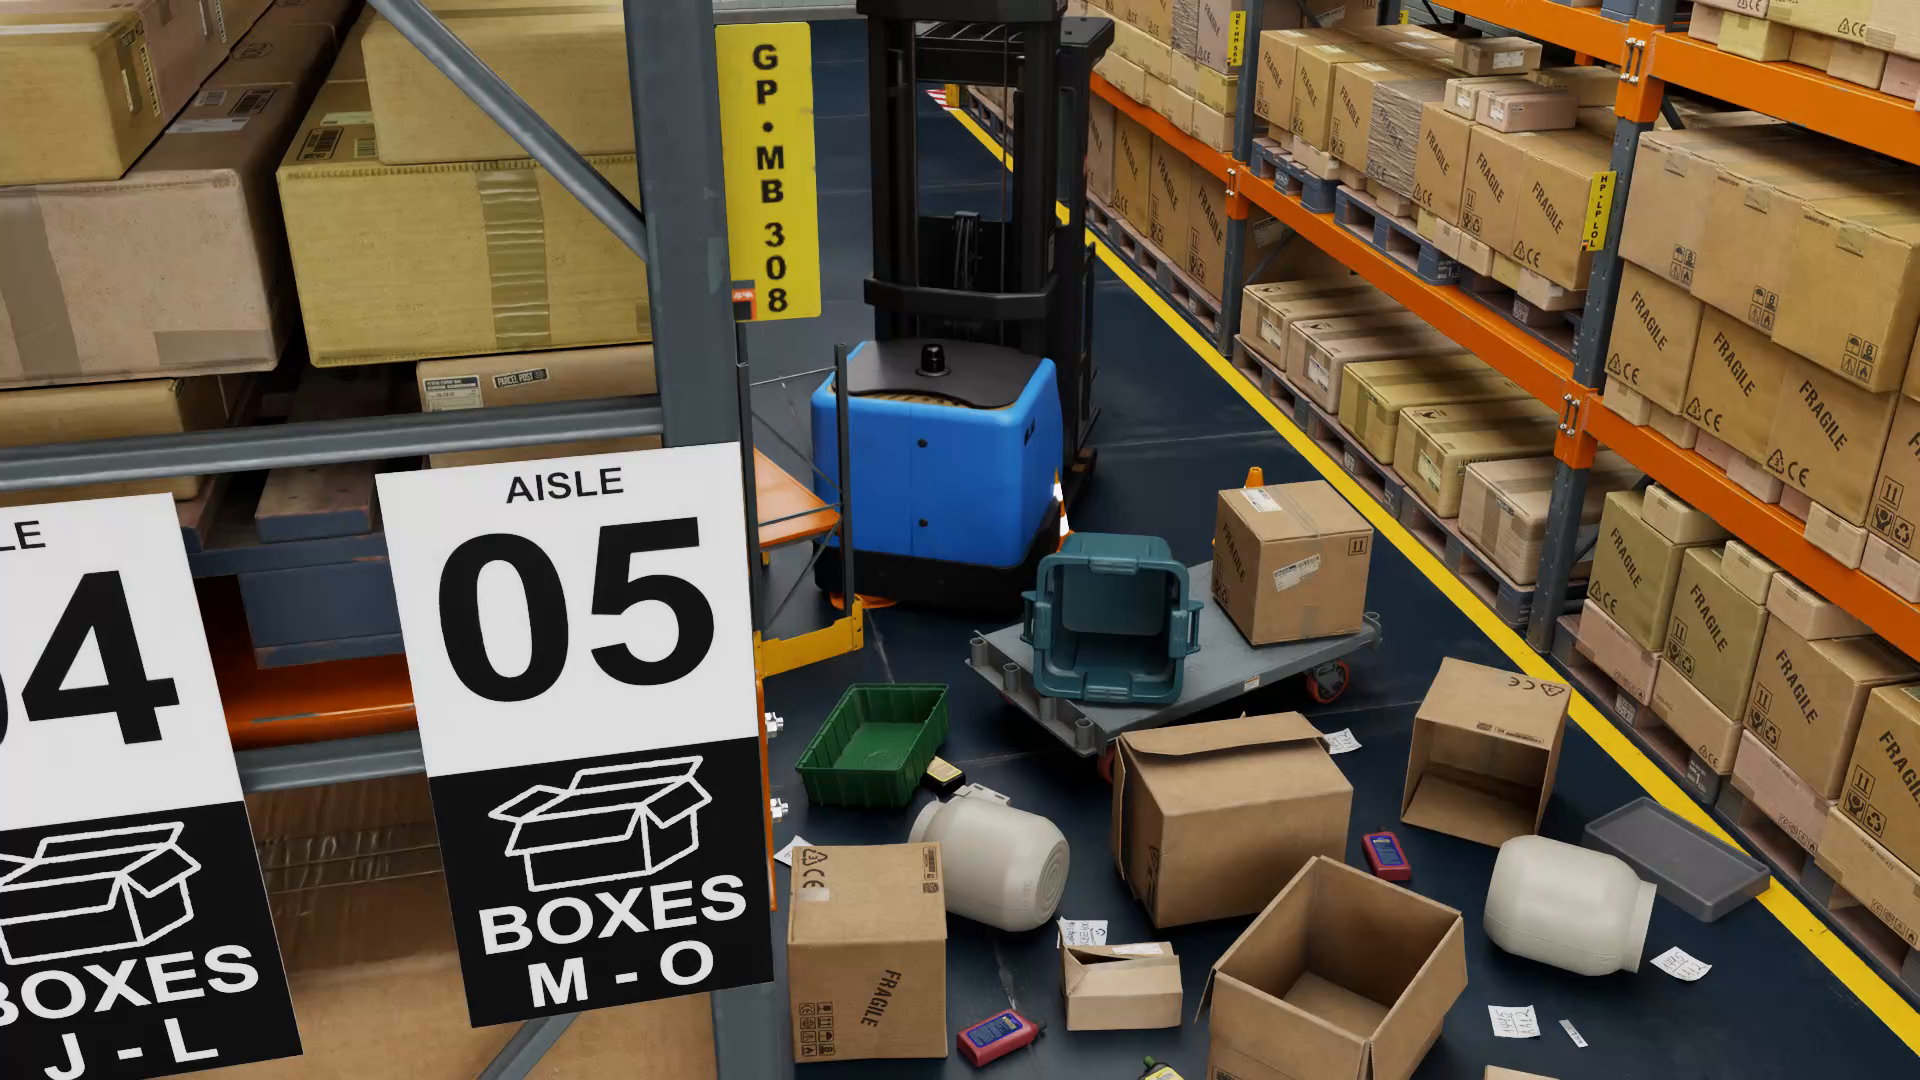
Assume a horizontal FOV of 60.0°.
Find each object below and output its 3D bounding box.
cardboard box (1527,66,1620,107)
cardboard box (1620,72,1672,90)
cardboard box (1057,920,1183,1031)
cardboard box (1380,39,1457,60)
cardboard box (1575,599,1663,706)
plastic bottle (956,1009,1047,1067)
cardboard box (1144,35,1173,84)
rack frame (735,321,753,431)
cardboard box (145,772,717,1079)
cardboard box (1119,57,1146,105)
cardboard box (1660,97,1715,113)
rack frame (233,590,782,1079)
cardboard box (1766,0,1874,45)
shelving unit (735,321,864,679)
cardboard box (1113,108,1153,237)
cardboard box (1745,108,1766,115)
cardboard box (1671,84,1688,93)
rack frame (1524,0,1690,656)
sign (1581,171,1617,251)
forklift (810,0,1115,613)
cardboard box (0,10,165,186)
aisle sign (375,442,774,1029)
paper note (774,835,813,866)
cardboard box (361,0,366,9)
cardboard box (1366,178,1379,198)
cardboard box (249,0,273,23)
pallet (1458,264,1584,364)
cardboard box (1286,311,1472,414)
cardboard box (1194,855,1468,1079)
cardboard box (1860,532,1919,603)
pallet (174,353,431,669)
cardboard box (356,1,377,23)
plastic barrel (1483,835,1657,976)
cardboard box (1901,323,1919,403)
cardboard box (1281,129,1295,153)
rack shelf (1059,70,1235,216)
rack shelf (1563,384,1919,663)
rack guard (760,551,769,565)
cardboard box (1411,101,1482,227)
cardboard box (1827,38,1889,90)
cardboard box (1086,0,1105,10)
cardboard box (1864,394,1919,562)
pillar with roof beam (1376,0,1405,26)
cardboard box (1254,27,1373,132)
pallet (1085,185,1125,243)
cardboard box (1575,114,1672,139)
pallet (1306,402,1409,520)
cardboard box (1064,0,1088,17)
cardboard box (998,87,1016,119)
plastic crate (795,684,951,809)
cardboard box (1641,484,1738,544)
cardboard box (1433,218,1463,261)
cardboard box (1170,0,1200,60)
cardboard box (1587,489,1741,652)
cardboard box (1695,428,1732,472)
[{"bbox_3d":[3.042,-2.245,8.243,0.380,0.149,0.250,-4,27,-9],"label":"cardboard box"},{"bbox_3d":[6.108,-4.100,14.802,0.380,0.149,0.250,-7,28,-14],"label":"cardboard box"},{"bbox_3d":[0.530,1.453,5.576,0.396,0.266,0.258,-1,27,-3],"label":"cardboard box"},{"bbox_3d":[2.747,-2.606,9.677,0.500,0.500,0.500,-6,27,-12],"label":"cardboard box"},{"bbox_3d":[3.018,0.444,7.126,0.500,0.250,0.500,-7,28,-14],"label":"cardboard box"},{"bbox_3d":[0.141,1.623,5.467,0.283,0.061,0.133,-16,31,-29],"label":"plastic bottle"},{"bbox_3d":[1.636,-3.429,11.825,0.500,0.250,0.500,-7,28,-13],"label":"cardboard box"},{"bbox_3d":[-1.241,-0.497,8.070,0.500,1.500,0.032,-16,31,-28],"label":"rack frame"},{"bbox_3d":[-0.796,0.705,2.659,0.875,0.550,0.550,-6,27,-12],"label":"cardboard box"},{"bbox_3d":[1.509,-3.433,12.389,0.500,0.250,0.500,-6,27,-12],"label":"cardboard box"},{"bbox_3d":[6.284,-3.732,14.404,0.380,0.149,0.250,-6,27,-12],"label":"cardboard box"},{"bbox_3d":[-0.750,1.421,2.606,1.000,3.000,0.127,-6,27,-12],"label":"rack frame"},{"bbox_3d":[3.106,-1.841,5.575,0.500,0.250,0.500,-6,27,-12],"label":"cardboard box"},{"bbox_3d":[-0.977,-0.306,7.691,0.587,1.500,1.083,-16,31,-28],"label":"shelving unit"},{"bbox_3d":[1.774,-2.973,13.204,0.875,0.875,0.875,-5,27,-10],"label":"cardboard box"},{"bbox_3d":[6.878,-3.565,14.072,0.380,0.149,0.250,-6,27,-11],"label":"cardboard box"},{"bbox_3d":[6.609,-4.014,14.961,0.380,0.149,0.250,-6,27,-12],"label":"cardboard box"},{"bbox_3d":[3.148,-0.882,7.169,1.000,3.000,0.127,-6,27,-12],"label":"rack frame"},{"bbox_3d":[2.609,-1.341,6.793,0.100,0.325,0.005,-6,27,-12],"label":"sign"},{"bbox_3d":[0.155,-1.607,8.681,1.130,2.935,3.031,7,28,13],"label":"forklift"},{"bbox_3d":[-1.157,-0.508,1.914,0.380,0.149,0.250,-6,27,-11],"label":"cardboard box"},{"bbox_3d":[-0.442,0.261,2.019,0.394,0.787,0.004,-6,27,-12],"label":"aisle sign"},{"bbox_3d":[-0.618,1.193,6.351,0.142,0.020,0.147,19,32,32],"label":"paper note"},{"bbox_3d":[-1.470,-1.064,3.460,0.500,0.250,0.500,-6,27,-11],"label":"cardboard box"},{"bbox_3d":[2.461,-1.959,9.115,0.380,0.149,0.250,-5,27,-10],"label":"cardboard box"},{"bbox_3d":[-1.384,-0.953,2.797,0.380,0.149,0.250,-6,27,-11],"label":"cardboard box"},{"bbox_3d":[3.118,-1.147,7.906,1.003,0.211,1.213,-6,27,-12],"label":"pallet"},{"bbox_3d":[2.539,-1.080,10.012,0.950,0.372,0.625,-6,27,-13],"label":"cardboard box"},{"bbox_3d":[1.187,1.474,5.271,0.637,0.503,0.797,19,32,32],"label":"cardboard box"},{"bbox_3d":[3.270,0.071,5.559,0.380,0.149,0.250,-6,27,-12],"label":"cardboard box"},{"bbox_3d":[-0.927,-0.203,2.593,1.003,0.211,1.213,-6,27,-12],"label":"pallet"},{"bbox_3d":[-0.839,-0.898,3.131,0.500,0.250,0.500,-6,27,-12],"label":"cardboard box"},{"bbox_3d":[2.109,1.271,5.762,0.512,0.421,0.421,13,30,24],"label":"plastic barrel"},{"bbox_3d":[3.423,-0.621,5.102,0.700,0.500,0.500,-6,27,-12],"label":"cardboard box"},{"bbox_3d":[2.170,-2.424,10.037,0.380,0.149,0.250,-8,28,-15],"label":"cardboard box"},{"bbox_3d":[1.796,-3.195,12.549,1.077,0.370,4.000,-6,27,-12],"label":"rack shelf"},{"bbox_3d":[3.599,0.317,5.591,1.077,0.370,4.000,-6,27,-12],"label":"rack shelf"},{"bbox_3d":[-1.240,0.062,8.350,0.587,0.250,0.087,-16,31,-28],"label":"rack guard"},{"bbox_3d":[2.597,-1.871,8.221,0.500,0.500,0.500,-5,27,-10],"label":"cardboard box"},{"bbox_3d":[3.165,-1.615,5.571,0.380,0.149,0.250,-5,27,-10],"label":"cardboard box"},{"bbox_3d":[1.306,-4.442,13.001,0.500,0.500,0.500,-6,27,-12],"label":"cardboard box"},{"bbox_3d":[3.346,-0.179,5.334,0.500,0.500,0.500,-6,27,-11],"label":"cardboard box"},{"bbox_3d":[1.356,-10.172,18.916,9.100,9.000,0.400,-6,27,-12],"label":"pillar with roof beam"},{"bbox_3d":[2.123,-2.782,10.026,0.500,0.500,0.500,-7,28,-13],"label":"cardboard box"},{"bbox_3d":[1.593,-2.818,14.099,1.003,0.211,1.213,-6,27,-12],"label":"pallet"},{"bbox_3d":[3.209,-1.702,7.886,0.500,0.500,0.500,-6,27,-11],"label":"cardboard box"},{"bbox_3d":[2.693,-0.516,9.537,1.003,0.211,1.213,-6,27,-12],"label":"pallet"},{"bbox_3d":[1.170,-4.329,13.609,0.500,0.250,0.500,-7,28,-13],"label":"cardboard box"},{"bbox_3d":[0.905,-4.513,16.740,0.875,0.438,0.875,-5,27,-10],"label":"cardboard box"},{"bbox_3d":[-0.336,0.838,6.818,0.450,0.188,0.662,-2,25,20],"label":"plastic crate"},{"bbox_3d":[2.988,-0.119,6.690,0.380,0.149,0.250,-6,27,-11],"label":"cardboard box"},{"bbox_3d":[2.567,-1.494,8.193,0.380,0.149,0.250,-6,27,-11],"label":"cardboard box"},{"bbox_3d":[1.752,-3.554,11.242,0.500,0.500,0.500,-5,27,-11],"label":"cardboard box"},{"bbox_3d":[3.018,0.110,6.957,0.500,0.500,0.500,-5,27,-9],"label":"cardboard box"},{"bbox_3d":[3.104,-0.380,6.453,0.380,0.149,0.250,-6,27,-12],"label":"cardboard box"}]
